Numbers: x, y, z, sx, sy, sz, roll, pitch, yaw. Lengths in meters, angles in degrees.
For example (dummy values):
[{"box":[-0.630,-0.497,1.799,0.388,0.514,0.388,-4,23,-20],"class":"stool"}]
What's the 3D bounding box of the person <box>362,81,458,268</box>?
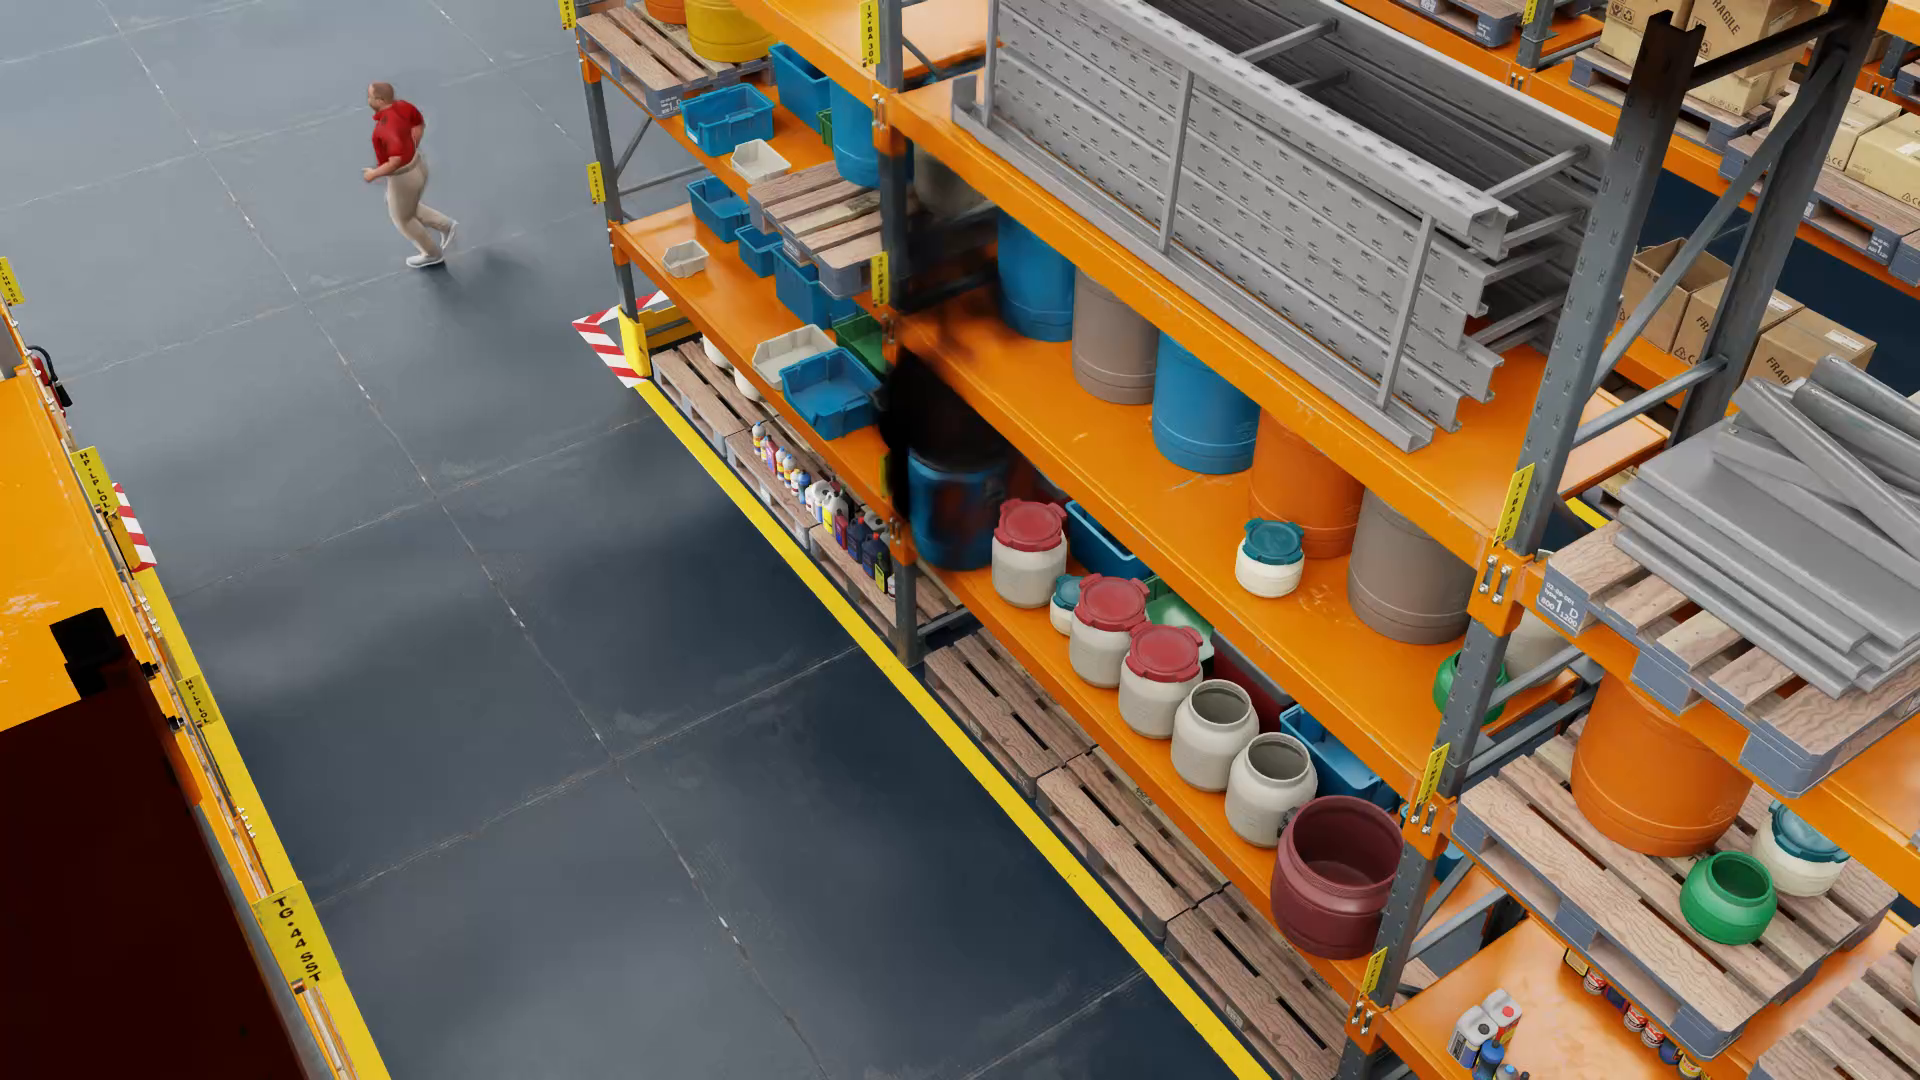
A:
[{"box":[-4.605,-3.018,13.801,0.597,1.697,0.678,-1,43,-2],"class":"person"}]
